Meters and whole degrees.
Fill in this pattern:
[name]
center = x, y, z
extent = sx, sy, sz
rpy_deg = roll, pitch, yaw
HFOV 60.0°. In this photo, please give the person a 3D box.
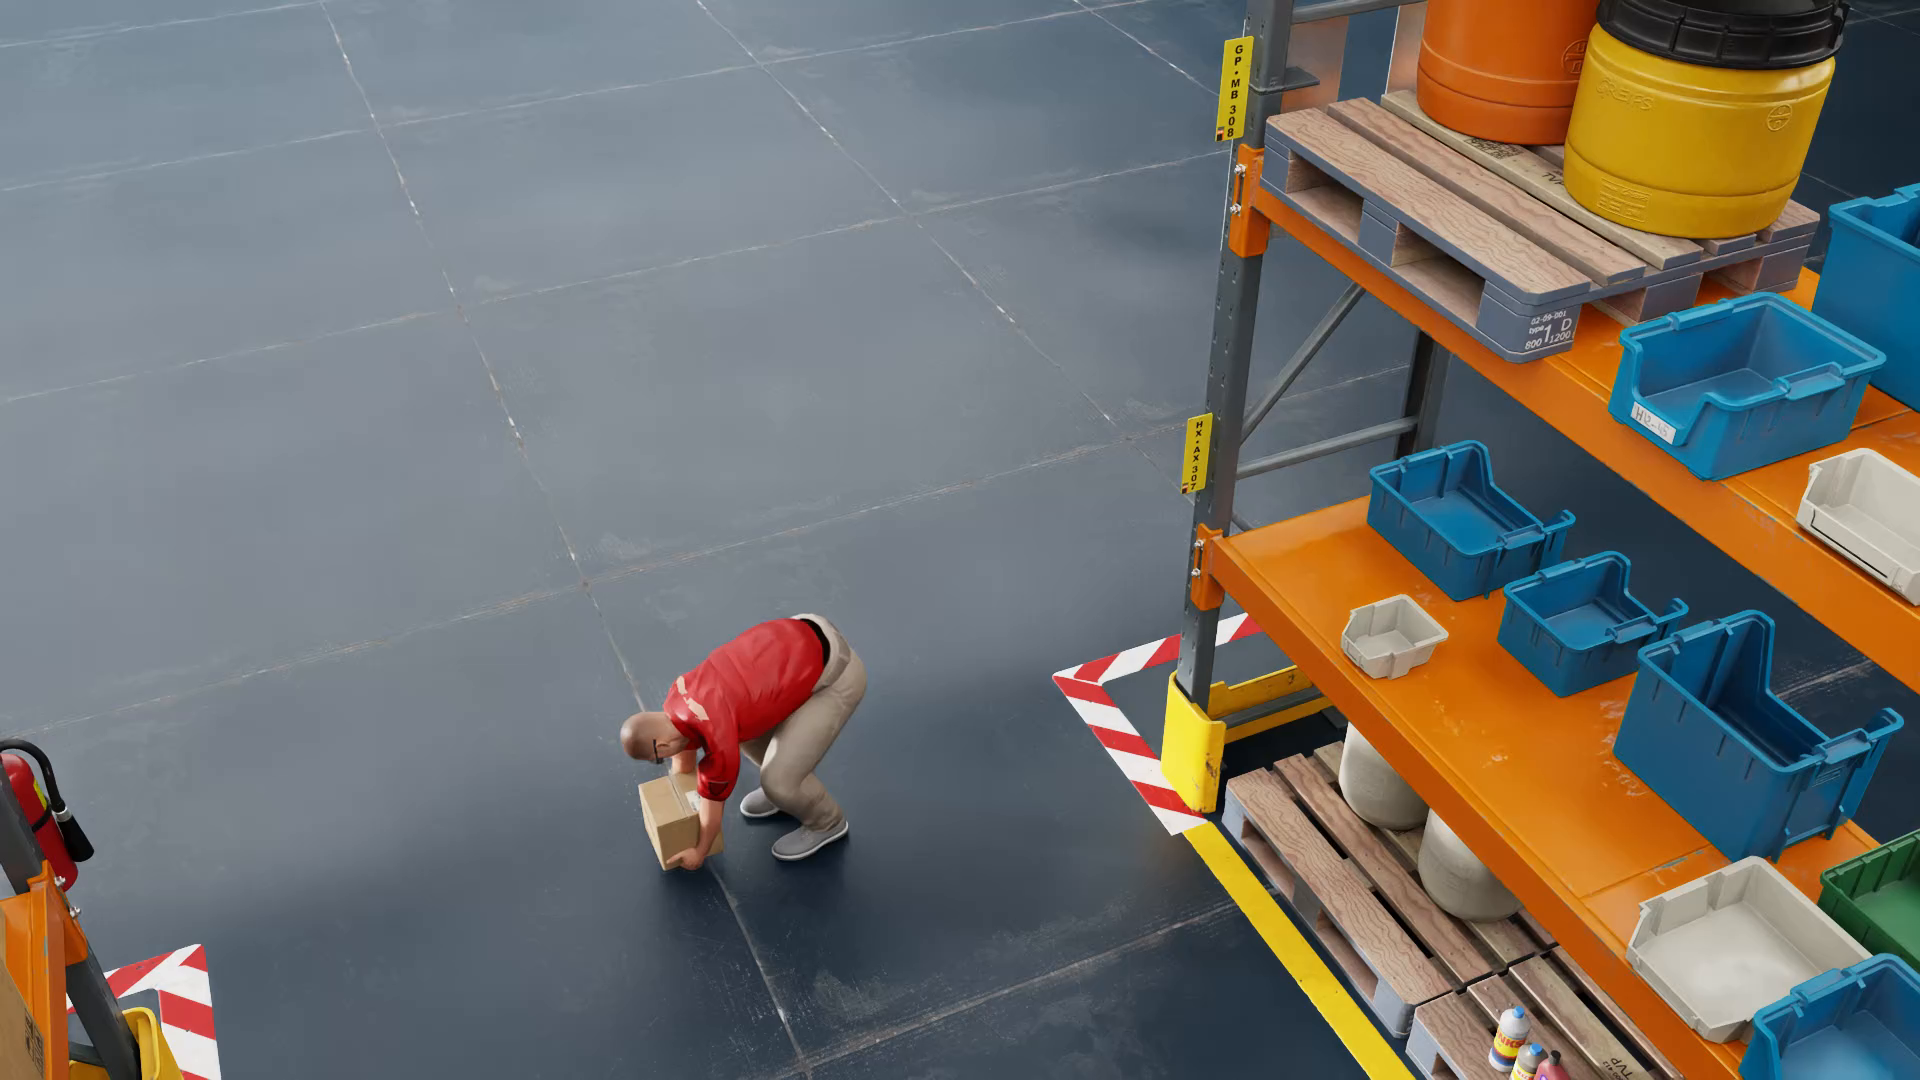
[person]
center = -0.818, 0.810, 6.433
extent = 0.957, 0.962, 0.524
rpy_deg = -18, 40, -22
